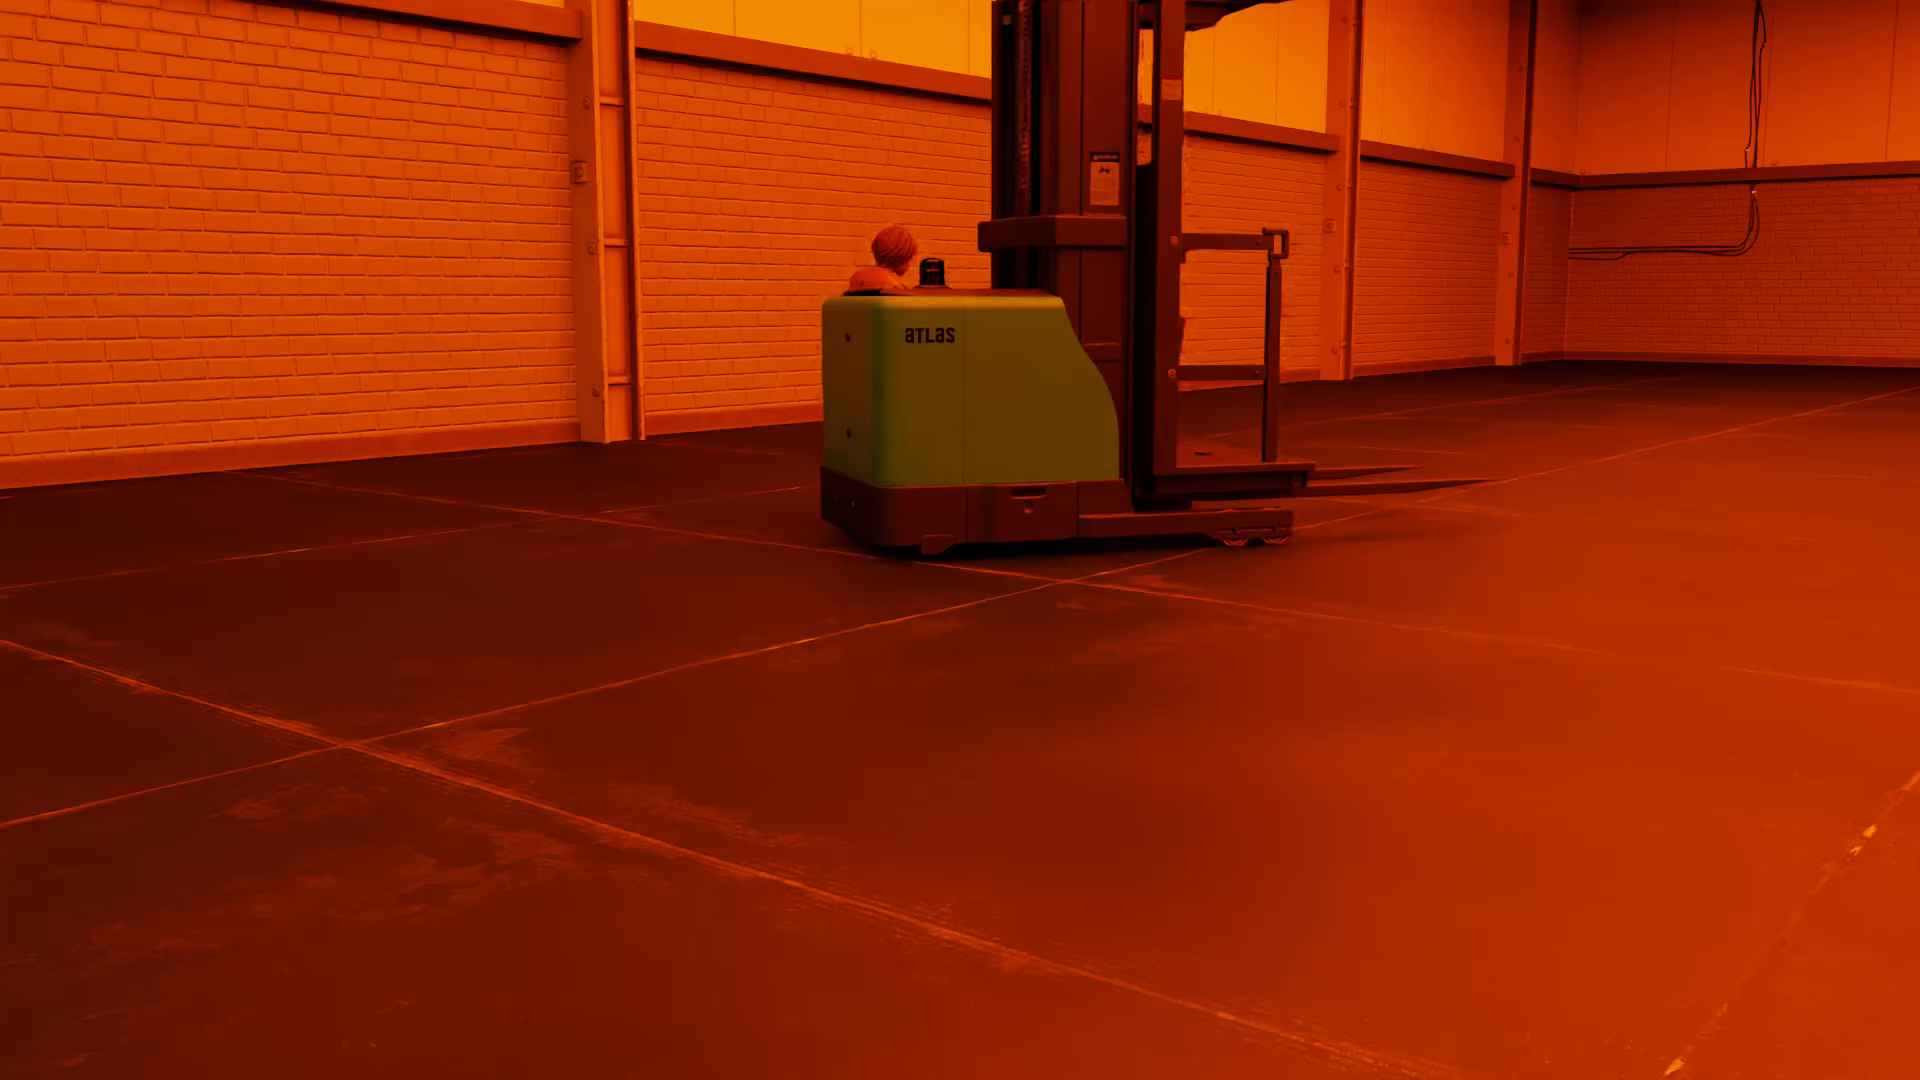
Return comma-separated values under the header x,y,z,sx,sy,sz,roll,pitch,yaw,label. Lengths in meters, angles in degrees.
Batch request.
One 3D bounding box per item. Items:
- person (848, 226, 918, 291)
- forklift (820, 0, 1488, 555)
x,y,z,sx,sy,sz,roll,pitch,yaw,label
-0.237,-0.836,8.317,0.681,1.413,0.762,-5,10,-32,person
0.939,-1.489,7.460,3.031,2.935,1.130,-3,9,-18,forklift
